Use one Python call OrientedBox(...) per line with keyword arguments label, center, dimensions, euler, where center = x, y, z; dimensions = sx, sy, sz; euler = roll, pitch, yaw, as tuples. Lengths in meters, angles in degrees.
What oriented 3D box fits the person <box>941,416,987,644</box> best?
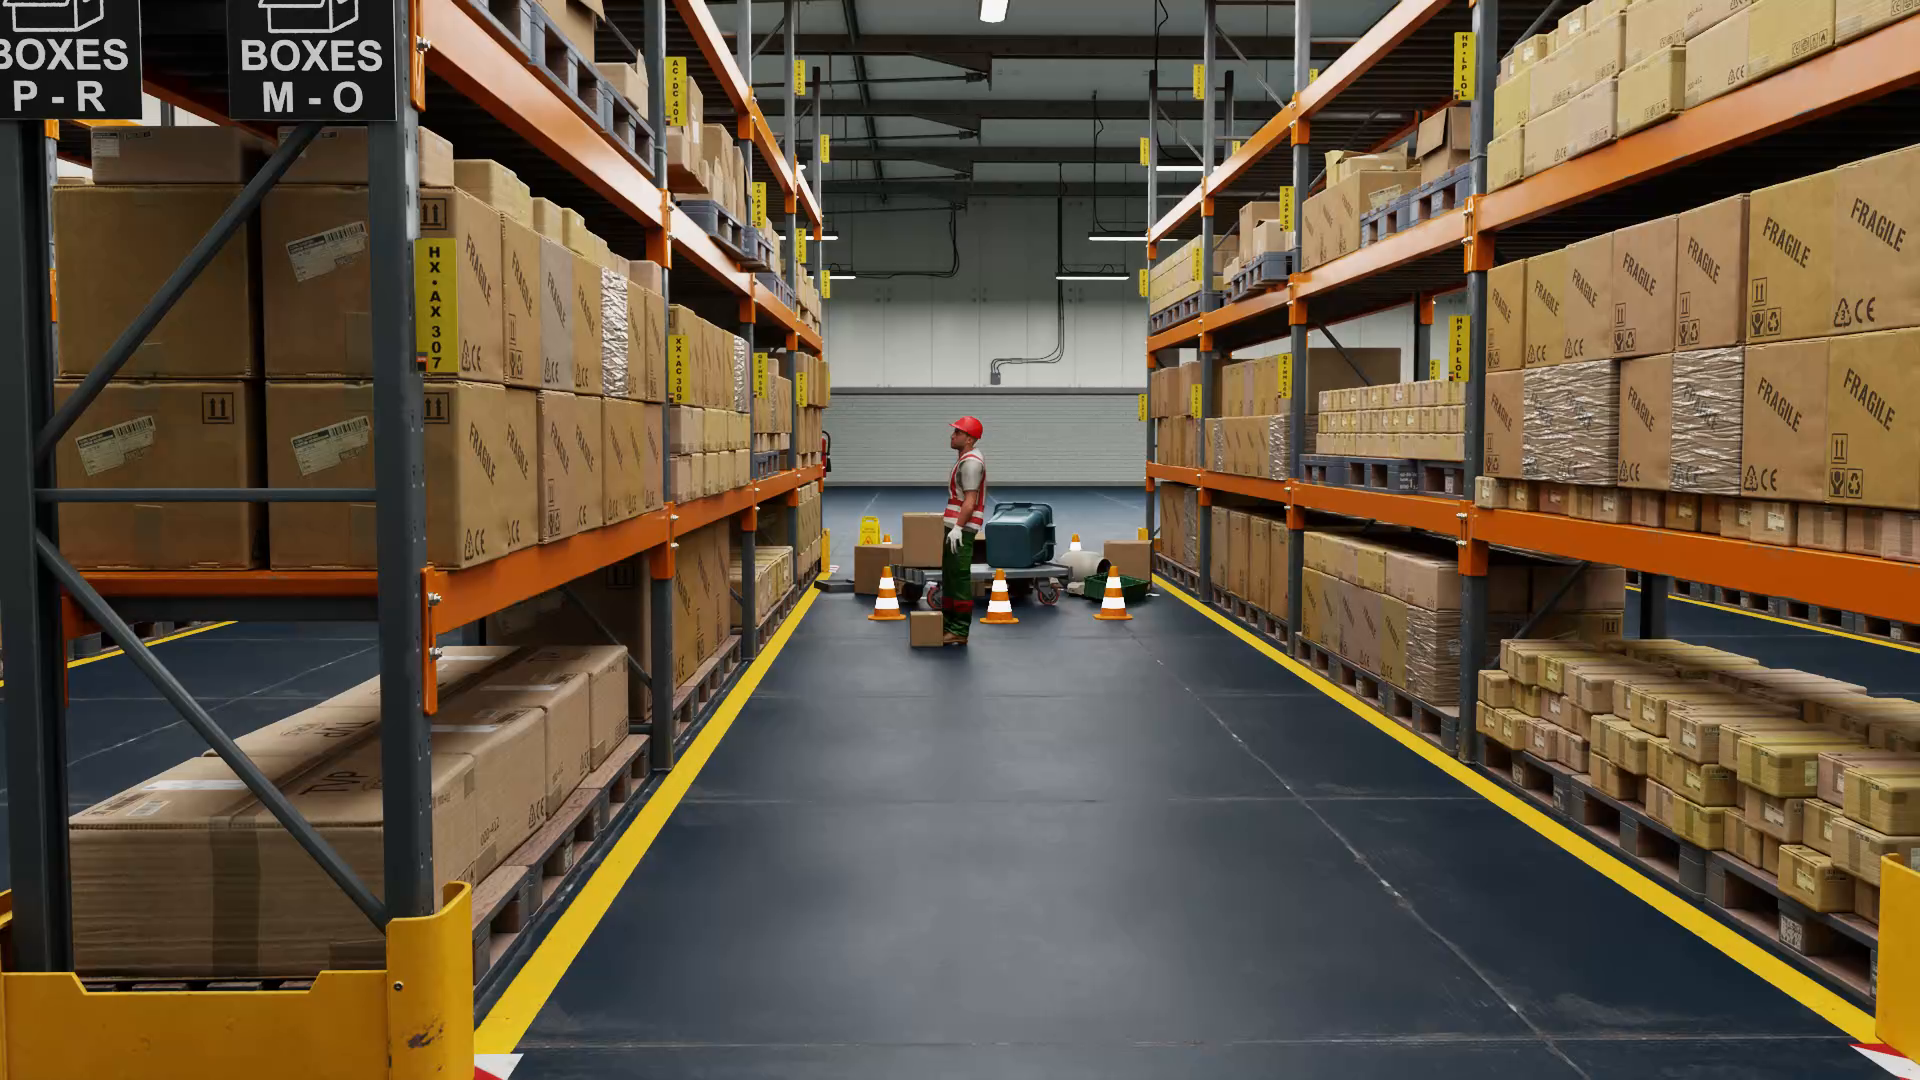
OrientedBox(label="person", center=(-0.072, -0.079, 13.066), dimensions=(0.564, 1.787, 0.638), euler=(0, 4, -1))
